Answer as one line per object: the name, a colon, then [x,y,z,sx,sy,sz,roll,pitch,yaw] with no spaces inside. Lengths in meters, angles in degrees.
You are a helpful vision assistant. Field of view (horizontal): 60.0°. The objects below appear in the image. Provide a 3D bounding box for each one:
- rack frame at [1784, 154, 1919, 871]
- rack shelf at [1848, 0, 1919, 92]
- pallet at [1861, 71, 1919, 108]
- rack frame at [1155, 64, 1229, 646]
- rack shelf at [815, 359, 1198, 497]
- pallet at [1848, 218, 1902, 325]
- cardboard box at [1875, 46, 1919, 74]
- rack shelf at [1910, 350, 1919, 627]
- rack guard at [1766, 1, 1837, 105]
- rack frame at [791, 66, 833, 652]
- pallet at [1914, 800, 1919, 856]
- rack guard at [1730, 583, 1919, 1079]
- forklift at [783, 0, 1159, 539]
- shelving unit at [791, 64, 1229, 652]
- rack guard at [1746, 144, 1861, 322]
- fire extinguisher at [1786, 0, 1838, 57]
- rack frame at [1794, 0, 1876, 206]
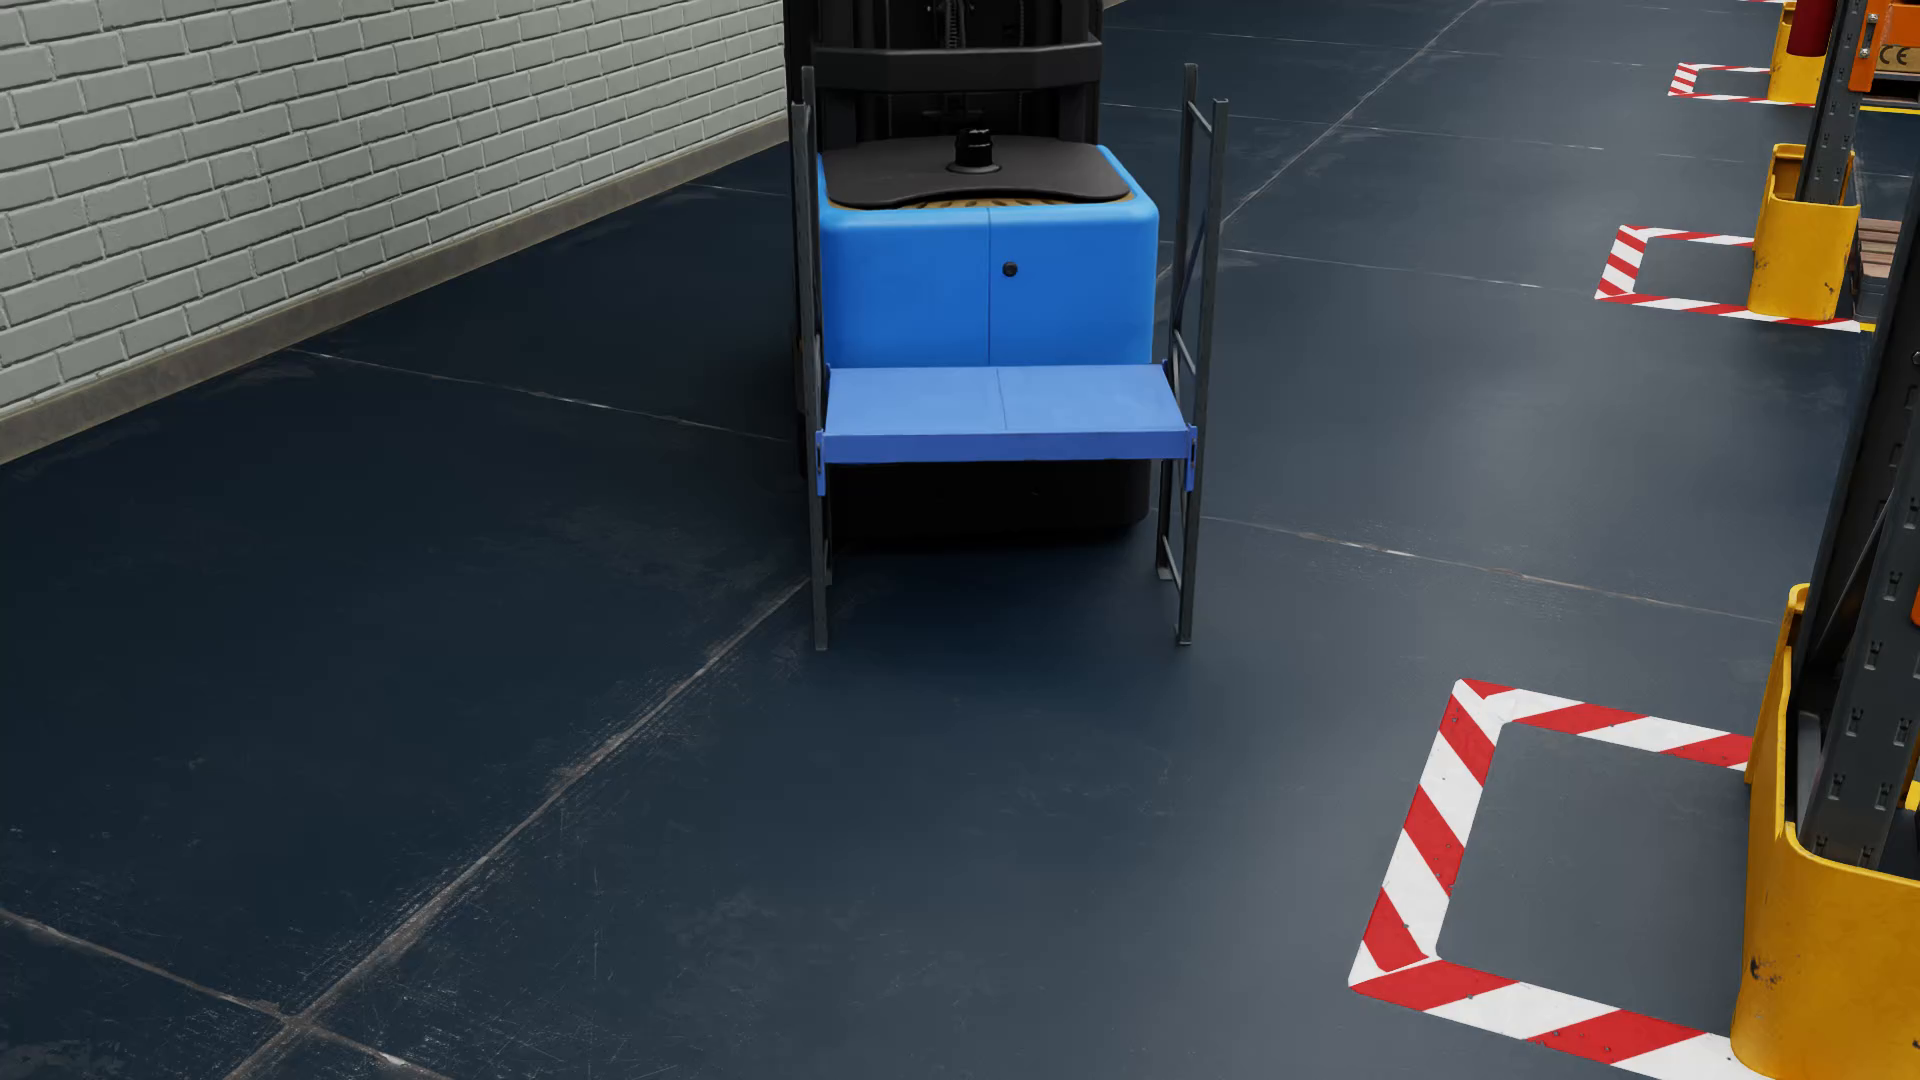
rack frame: [1.808,-0.552,2.975,0.127,3.000,1.000,11,28,22]
rack shelf: [5.683,-1.854,6.435,4.000,0.370,1.077,11,28,22]
pallet: [6.673,-3.169,11.447,1.213,0.211,1.003,11,28,22]
rack frame: [0.622,-0.488,4.542,0.032,1.500,0.500,-1,26,-2]
rack shelf: [0.114,-0.318,4.606,1.000,0.185,0.538,-1,26,-2]
pallet: [4.597,-1.125,7.297,1.213,0.211,1.003,11,28,22]
cardboard box: [6.528,-3.685,11.268,0.875,0.875,0.875,11,28,22]
rack shelf: [3.629,0.137,2.391,4.000,0.370,1.077,11,28,22]
rack guard: [5.891,-3.417,11.625,0.348,0.500,1.175,11,28,22]
rack frame: [-0.394,-0.472,4.511,0.032,1.500,0.500,-1,26,-2]
pallet: [2.604,0.859,3.267,1.213,0.211,1.003,11,28,22]
rack guard: [1.878,0.584,3.499,0.348,0.500,1.175,11,28,22]
forklift: [-0.087,-1.939,5.870,1.130,2.935,3.031,-3,26,-6]
shelving unit: [0.114,-0.480,4.527,1.048,1.500,0.538,-1,26,-2]
rack guard: [3.835,-1.421,7.569,0.348,0.500,1.175,11,28,22]
fire extinguisher: [3.913,-2.551,7.545,0.183,0.674,0.296,11,28,22]
rack frame: [3.862,-2.543,7.019,0.127,3.000,1.000,11,28,22]
